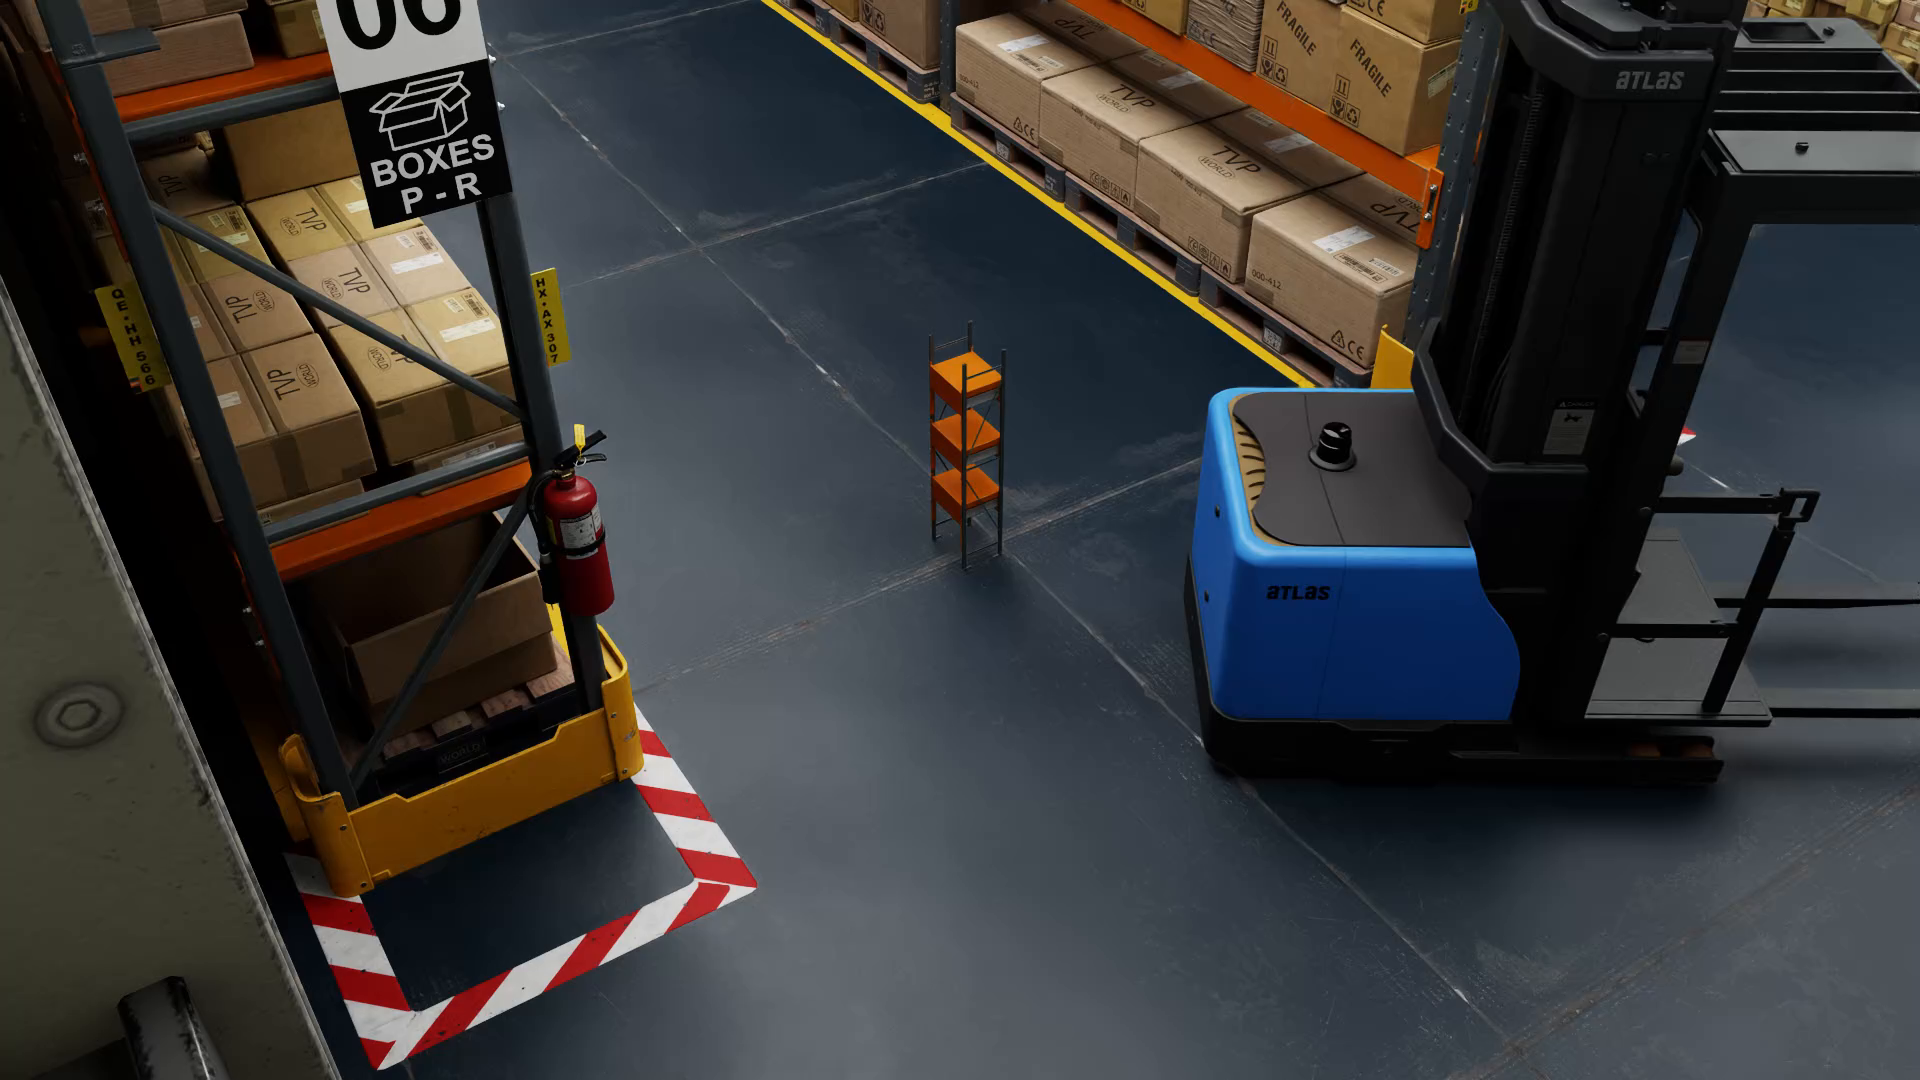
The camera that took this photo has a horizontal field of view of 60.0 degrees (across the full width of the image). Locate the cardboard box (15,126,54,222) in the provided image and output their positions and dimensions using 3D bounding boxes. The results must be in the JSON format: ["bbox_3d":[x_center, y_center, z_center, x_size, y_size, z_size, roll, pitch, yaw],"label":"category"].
[{"bbox_3d":[-4.628,-1.943,8.863,0.500,0.500,0.500,-24,45,-26],"label":"cardboard box"}]

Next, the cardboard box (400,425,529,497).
[{"bbox_3d":[-1.650,-0.324,5.492,0.380,0.149,0.250,-23,45,-25],"label":"cardboard box"}]

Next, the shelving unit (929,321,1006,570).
[{"bbox_3d":[0.029,-0.374,6.879,0.215,1.050,0.252,-22,45,-24],"label":"shelving unit"}]

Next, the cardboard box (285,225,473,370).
[{"bbox_3d":[-1.993,-0.815,5.770,0.500,0.250,0.500,-22,44,-24],"label":"cardboard box"}]

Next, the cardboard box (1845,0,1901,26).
[{"bbox_3d":[5.766,-3.362,10.376,0.380,0.149,0.250,-23,45,-25],"label":"cardboard box"}]

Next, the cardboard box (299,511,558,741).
[{"bbox_3d":[-1.954,0.286,6.185,0.797,0.503,0.637,-24,45,-26],"label":"cardboard box"}]

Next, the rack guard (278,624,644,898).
[{"bbox_3d":[-1.746,0.770,5.935,1.175,0.500,0.348,-22,45,-24],"label":"rack guard"}]

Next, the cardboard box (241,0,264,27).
[{"bbox_3d":[-1.843,-1.589,4.667,0.380,0.149,0.250,-21,44,-24],"label":"cardboard box"}]

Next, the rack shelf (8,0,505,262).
[{"bbox_3d":[-2.780,-2.104,5.651,1.077,0.370,4.000,-22,45,-24],"label":"rack shelf"}]

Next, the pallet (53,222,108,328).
[{"bbox_3d":[-4.325,-1.662,9.080,1.003,0.211,1.213,-22,45,-24],"label":"pallet"}]

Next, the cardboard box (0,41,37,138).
[{"bbox_3d":[-3.817,-2.004,7.197,0.500,0.250,0.500,-23,45,-25],"label":"cardboard box"}]

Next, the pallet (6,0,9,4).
[{"bbox_3d":[-4.193,-2.703,8.300,1.003,0.211,1.213,-22,45,-24],"label":"pallet"}]

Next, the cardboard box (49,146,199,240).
[{"bbox_3d":[-3.266,-1.457,6.540,0.500,0.250,0.500,-21,44,-23],"label":"cardboard box"}]

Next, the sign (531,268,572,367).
[{"bbox_3d":[-1.247,-0.668,5.033,0.100,0.325,0.005,-22,45,-24],"label":"sign"}]

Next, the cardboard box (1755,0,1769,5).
[{"bbox_3d":[5.381,-3.685,10.995,0.380,0.149,0.250,-20,44,-22],"label":"cardboard box"}]

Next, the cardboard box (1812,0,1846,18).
[{"bbox_3d":[5.734,-3.445,10.708,0.380,0.149,0.250,-23,45,-25],"label":"cardboard box"}]

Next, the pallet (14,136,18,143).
[{"bbox_3d":[-5.637,-2.979,10.661,1.003,0.211,1.213,-22,45,-24],"label":"pallet"}]

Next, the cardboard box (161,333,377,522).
[{"bbox_3d":[-2.176,-0.362,5.227,0.500,0.250,0.500,-21,44,-23],"label":"cardboard box"}]

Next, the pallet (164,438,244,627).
[{"bbox_3d":[-2.827,-0.206,7.333,1.003,0.211,1.213,-22,45,-24],"label":"pallet"}]

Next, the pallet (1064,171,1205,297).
[{"bbox_3d":[1.330,-1.851,9.306,1.003,0.211,1.213,-22,45,-24],"label":"pallet"}]

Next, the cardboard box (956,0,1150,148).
[{"bbox_3d":[0.575,-2.820,9.964,0.875,0.438,0.875,-23,45,-25],"label":"cardboard box"}]

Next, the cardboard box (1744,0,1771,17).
[{"bbox_3d":[5.382,-3.572,11.092,0.380,0.149,0.250,-21,44,-24],"label":"cardboard box"}]

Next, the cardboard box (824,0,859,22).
[{"bbox_3d":[-0.566,-4.155,11.225,0.875,0.875,0.875,-21,44,-23],"label":"cardboard box"}]

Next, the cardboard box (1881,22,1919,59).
[{"bbox_3d":[5.978,-3.144,10.347,0.380,0.149,0.250,-23,45,-25],"label":"cardboard box"}]

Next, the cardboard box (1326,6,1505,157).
[{"bbox_3d":[1.996,-2.067,7.309,0.500,0.500,0.500,-22,45,-24],"label":"cardboard box"}]

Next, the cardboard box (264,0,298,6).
[{"bbox_3d":[-1.713,-1.691,4.478,0.500,0.250,0.500,-23,45,-25],"label":"cardboard box"}]

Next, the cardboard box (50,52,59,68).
[{"bbox_3d":[-2.266,-1.419,4.463,0.380,0.149,0.250,-21,44,-24],"label":"cardboard box"}]

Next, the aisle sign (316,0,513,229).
[{"bbox_3d":[-1.421,-1.212,4.330,0.394,0.787,0.004,-22,45,-24],"label":"aisle sign"}]

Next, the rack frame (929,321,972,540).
[{"bbox_3d":[-0.037,-0.440,6.958,0.200,1.050,0.008,-22,45,-24],"label":"rack frame"}]

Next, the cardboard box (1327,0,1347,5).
[{"bbox_3d":[1.712,-2.732,7.326,0.500,0.500,0.500,-22,45,-24],"label":"cardboard box"}]

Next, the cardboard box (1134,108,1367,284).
[{"bbox_3d":[1.540,-1.849,8.800,0.875,0.438,0.875,-21,44,-23],"label":"cardboard box"}]

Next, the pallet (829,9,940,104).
[{"bbox_3d":[-0.151,-3.338,11.090,1.003,0.211,1.213,-22,45,-24],"label":"pallet"}]

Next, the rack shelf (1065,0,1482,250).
[{"bbox_3d":[1.403,-2.662,8.664,1.077,0.370,4.000,-22,45,-24],"label":"rack shelf"}]

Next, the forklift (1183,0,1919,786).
[{"bbox_3d":[2.431,-0.560,5.633,3.031,2.935,1.130,0,40,0],"label":"forklift"}]

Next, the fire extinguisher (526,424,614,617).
[{"bbox_3d":[-1.236,-0.056,5.325,0.296,0.674,0.183,-22,45,-24],"label":"fire extinguisher"}]

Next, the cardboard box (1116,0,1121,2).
[{"bbox_3d":[0.888,-3.170,8.633,0.500,0.500,0.500,-22,45,-24],"label":"cardboard box"}]

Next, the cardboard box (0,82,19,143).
[{"bbox_3d":[-5.197,-2.513,9.547,0.500,0.500,0.500,-24,45,-26],"label":"cardboard box"}]

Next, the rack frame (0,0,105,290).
[{"bbox_3d":[-3.856,-2.308,7.676,1.000,3.000,0.127,-22,45,-24],"label":"rack frame"}]

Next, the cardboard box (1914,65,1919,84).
[{"bbox_3d":[6.139,-2.896,10.281,0.380,0.149,0.250,-21,44,-24],"label":"cardboard box"}]

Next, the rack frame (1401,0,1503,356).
[{"bbox_3d":[2.478,-1.859,7.138,1.000,3.000,0.127,-22,45,-24],"label":"rack frame"}]

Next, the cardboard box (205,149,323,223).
[{"bbox_3d":[-2.561,-1.356,6.419,0.500,0.250,0.500,-23,45,-25],"label":"cardboard box"}]

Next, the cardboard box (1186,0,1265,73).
[{"bbox_3d":[1.454,-2.617,7.970,0.500,0.500,0.500,-21,44,-23],"label":"cardboard box"}]

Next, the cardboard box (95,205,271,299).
[{"bbox_3d":[-2.714,-0.910,5.884,0.500,0.250,0.500,-21,44,-23],"label":"cardboard box"}]

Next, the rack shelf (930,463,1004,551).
[{"bbox_3d":[0.029,-0.153,7.064,0.215,0.259,0.240,-22,45,-24],"label":"rack shelf"}]

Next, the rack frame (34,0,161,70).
[{"bbox_3d":[-1.705,-2.454,3.165,1.000,3.000,0.127,-22,45,-24],"label":"rack frame"}]

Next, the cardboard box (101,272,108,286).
[{"bbox_3d":[-2.981,-0.953,6.246,0.380,0.149,0.250,-22,45,-25],"label":"cardboard box"}]

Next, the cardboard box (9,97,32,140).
[{"bbox_3d":[-4.741,-2.255,8.731,0.380,0.149,0.250,-24,46,-26],"label":"cardboard box"}]

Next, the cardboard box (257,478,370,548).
[{"bbox_3d":[-2.109,-0.139,5.270,0.380,0.149,0.250,-23,45,-25],"label":"cardboard box"}]

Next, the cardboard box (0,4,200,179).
[{"bbox_3d":[-3.279,-1.757,6.315,0.500,0.500,0.500,-23,45,-26],"label":"cardboard box"}]
